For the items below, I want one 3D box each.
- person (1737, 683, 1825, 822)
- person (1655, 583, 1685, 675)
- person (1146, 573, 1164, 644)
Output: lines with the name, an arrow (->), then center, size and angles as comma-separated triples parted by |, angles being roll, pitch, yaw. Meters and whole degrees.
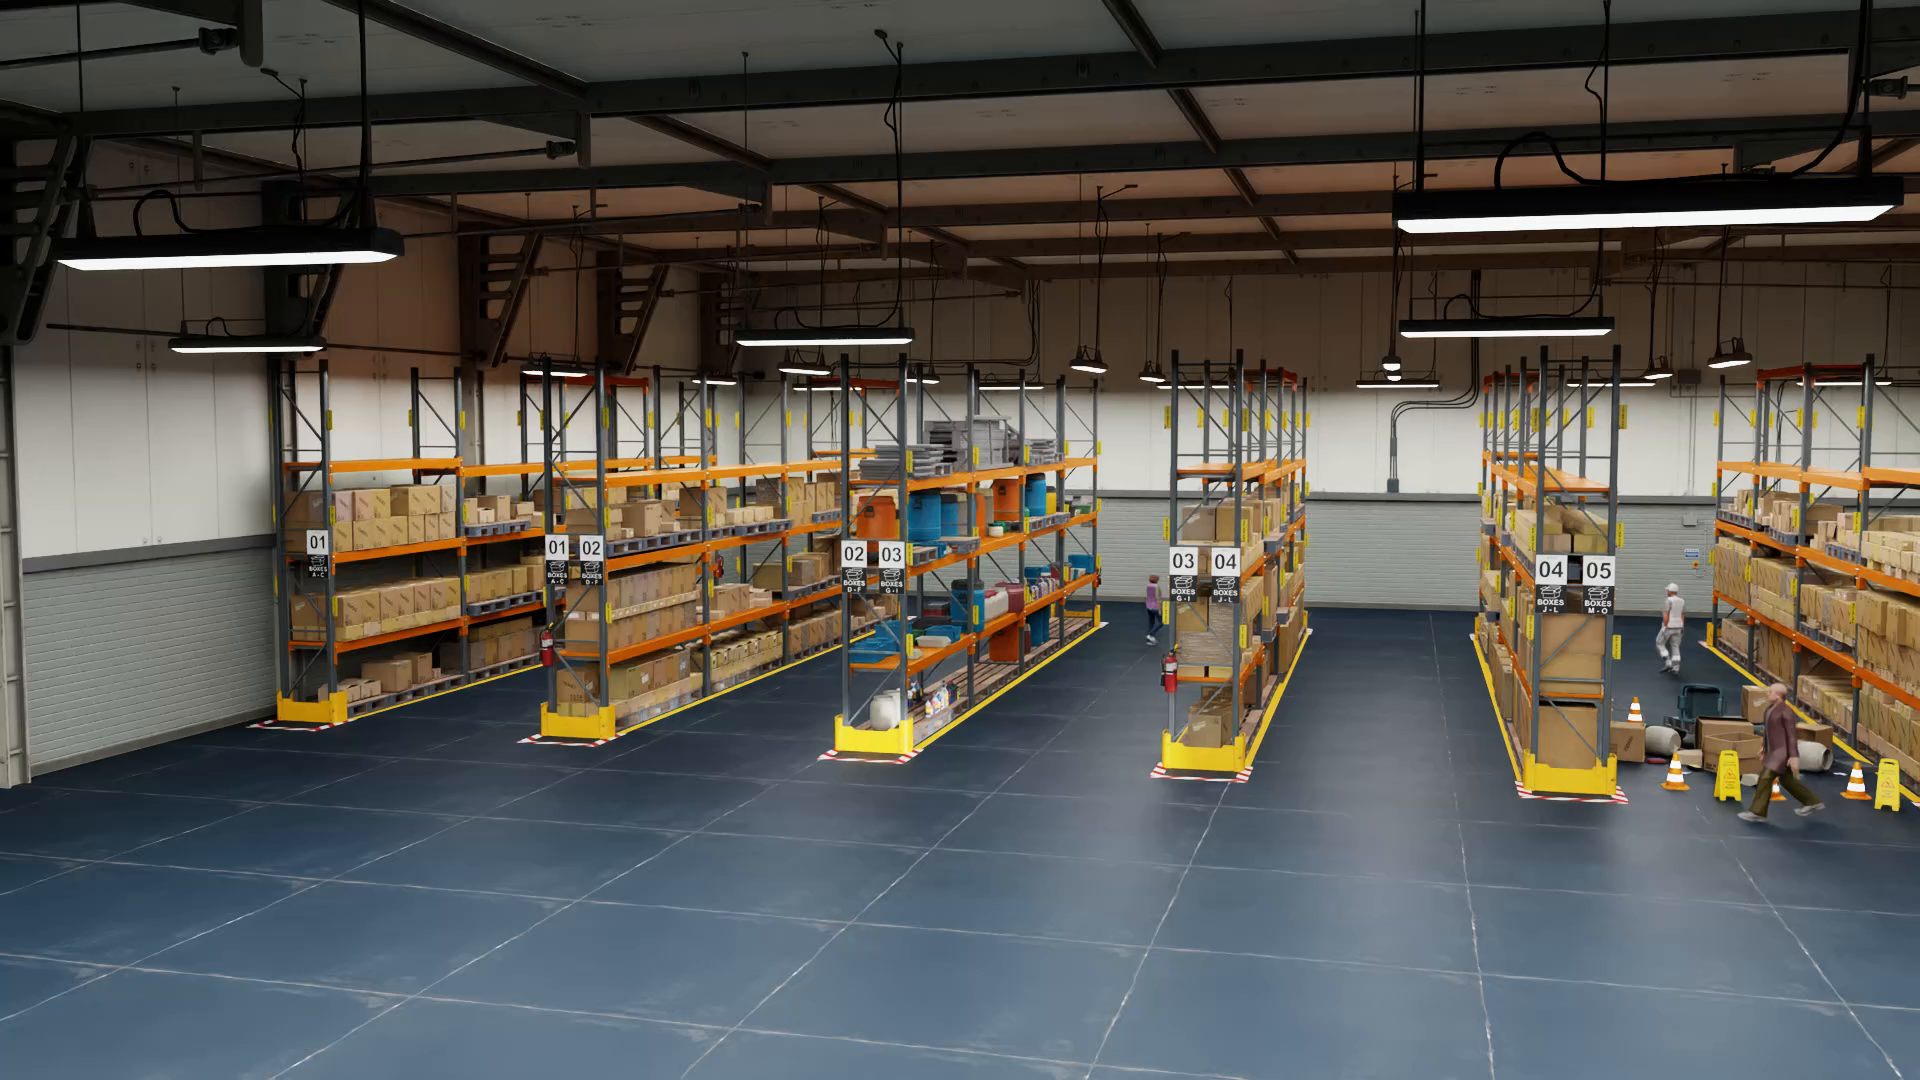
person -> 10.235, 2.639, 20.700 | 1.111, 1.736, 0.629 | 0, 4, 4
person -> 14.049, 1.745, 32.826 | 0.586, 1.783, 0.421 | -1, 4, -18
person -> 4.277, 1.539, 36.931 | 0.430, 1.599, 0.435 | -2, 5, -30
